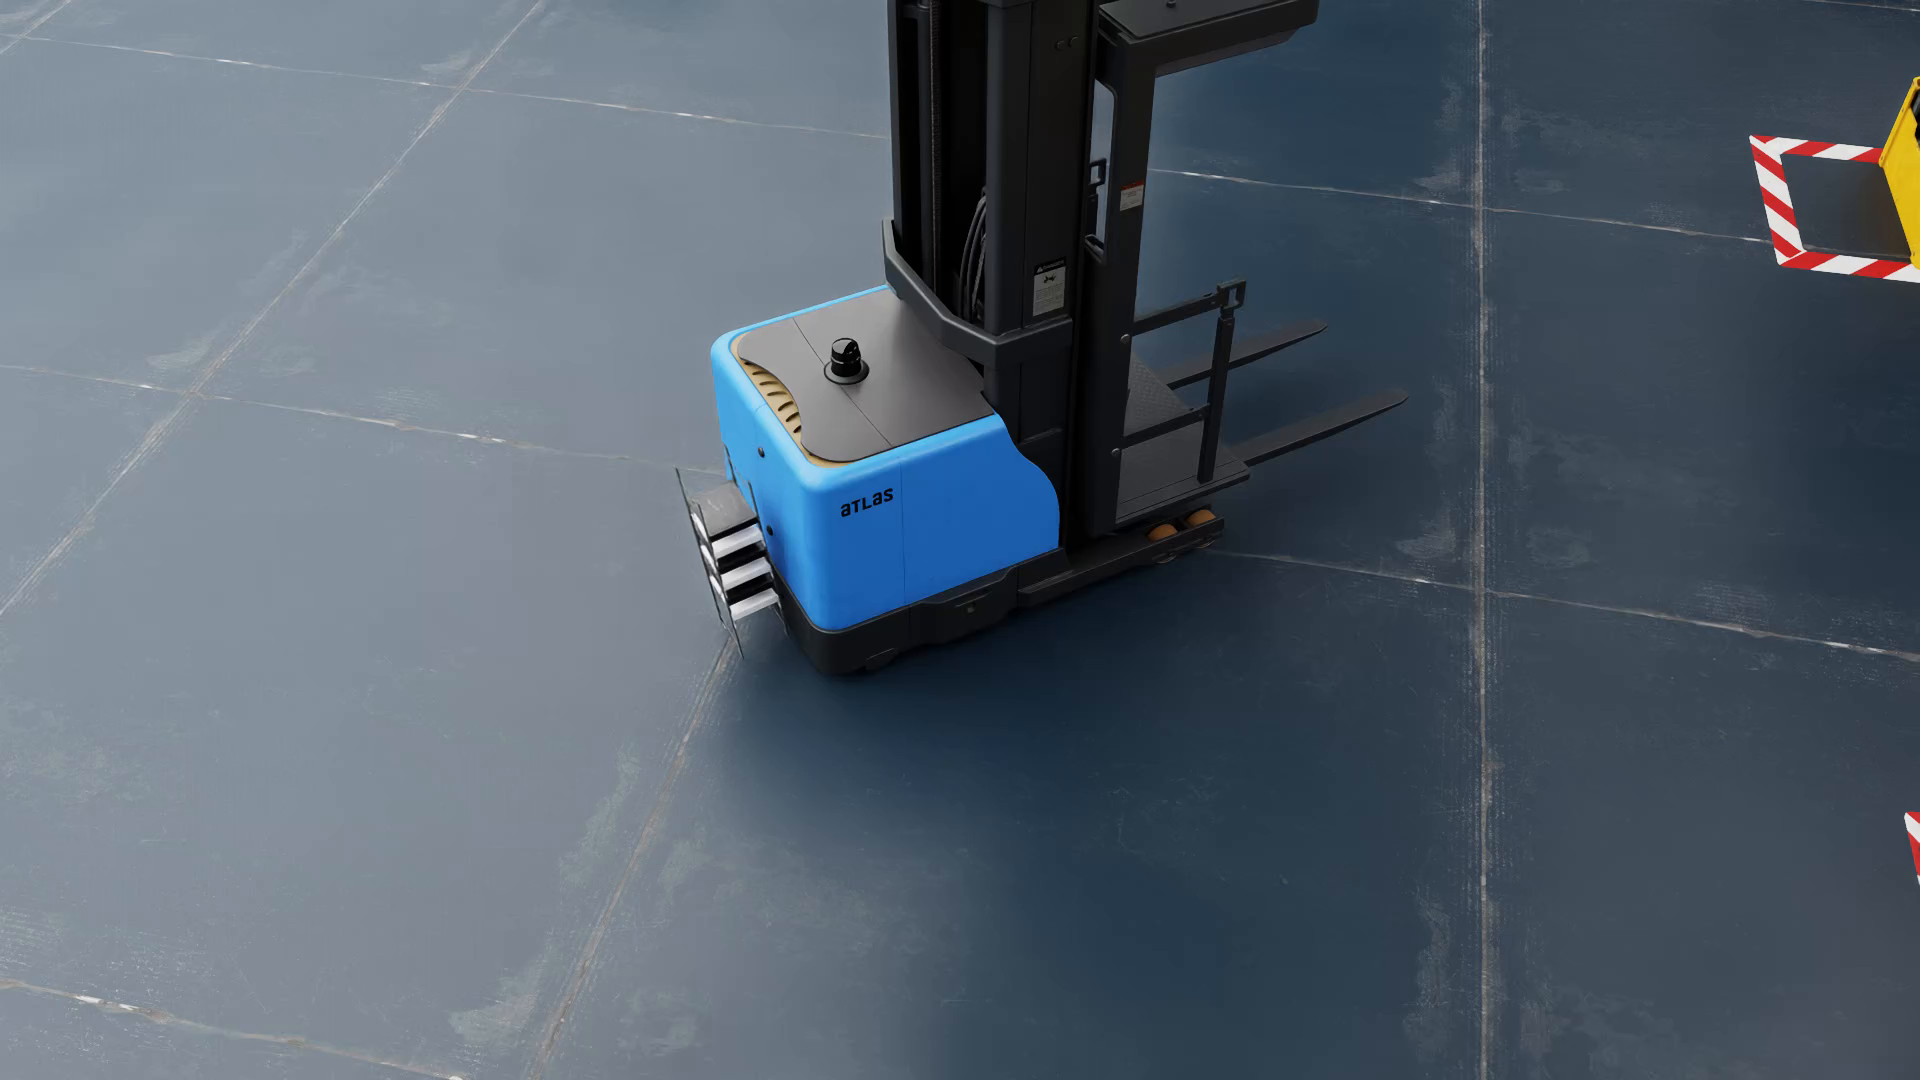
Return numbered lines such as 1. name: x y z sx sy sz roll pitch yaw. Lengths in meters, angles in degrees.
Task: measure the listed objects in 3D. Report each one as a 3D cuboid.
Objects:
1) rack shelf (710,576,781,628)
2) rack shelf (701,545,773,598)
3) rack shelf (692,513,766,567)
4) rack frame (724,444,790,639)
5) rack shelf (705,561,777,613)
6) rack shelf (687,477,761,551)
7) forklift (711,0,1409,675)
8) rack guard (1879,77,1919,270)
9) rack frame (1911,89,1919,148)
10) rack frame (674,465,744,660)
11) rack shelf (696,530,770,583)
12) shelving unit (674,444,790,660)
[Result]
1. rack shelf: -0.860 0.207 6.640 0.200 0.077 0.258 -24 49 -16
2. rack shelf: -0.876 0.084 6.509 0.200 0.077 0.258 -24 49 -16
3. rack shelf: -0.892 -0.039 6.379 0.200 0.077 0.258 -24 49 -16
4. rack frame: -0.790 0.021 6.512 0.006 0.900 0.240 -24 49 -16
5. rack shelf: -0.868 0.146 6.574 0.200 0.077 0.258 -24 49 -16
6. rack shelf: -0.900 -0.100 6.314 0.200 0.077 0.258 -24 49 -16
7. forklift: 0.556 -1.262 6.407 3.031 2.935 1.130 -20 47 -20
8. rack guard: 5.271 -1.951 8.877 0.348 0.500 1.175 9 45 9
9. rack frame: 5.197 -2.863 8.022 0.127 3.000 1.000 9 45 9
10. rack frame: -0.968 0.102 6.458 0.006 0.900 0.240 -24 49 -16
11. rack shelf: -0.884 0.023 6.444 0.200 0.077 0.258 -24 49 -16
12. shelving unit: -0.879 0.061 6.485 0.210 0.900 0.258 -24 49 -16
